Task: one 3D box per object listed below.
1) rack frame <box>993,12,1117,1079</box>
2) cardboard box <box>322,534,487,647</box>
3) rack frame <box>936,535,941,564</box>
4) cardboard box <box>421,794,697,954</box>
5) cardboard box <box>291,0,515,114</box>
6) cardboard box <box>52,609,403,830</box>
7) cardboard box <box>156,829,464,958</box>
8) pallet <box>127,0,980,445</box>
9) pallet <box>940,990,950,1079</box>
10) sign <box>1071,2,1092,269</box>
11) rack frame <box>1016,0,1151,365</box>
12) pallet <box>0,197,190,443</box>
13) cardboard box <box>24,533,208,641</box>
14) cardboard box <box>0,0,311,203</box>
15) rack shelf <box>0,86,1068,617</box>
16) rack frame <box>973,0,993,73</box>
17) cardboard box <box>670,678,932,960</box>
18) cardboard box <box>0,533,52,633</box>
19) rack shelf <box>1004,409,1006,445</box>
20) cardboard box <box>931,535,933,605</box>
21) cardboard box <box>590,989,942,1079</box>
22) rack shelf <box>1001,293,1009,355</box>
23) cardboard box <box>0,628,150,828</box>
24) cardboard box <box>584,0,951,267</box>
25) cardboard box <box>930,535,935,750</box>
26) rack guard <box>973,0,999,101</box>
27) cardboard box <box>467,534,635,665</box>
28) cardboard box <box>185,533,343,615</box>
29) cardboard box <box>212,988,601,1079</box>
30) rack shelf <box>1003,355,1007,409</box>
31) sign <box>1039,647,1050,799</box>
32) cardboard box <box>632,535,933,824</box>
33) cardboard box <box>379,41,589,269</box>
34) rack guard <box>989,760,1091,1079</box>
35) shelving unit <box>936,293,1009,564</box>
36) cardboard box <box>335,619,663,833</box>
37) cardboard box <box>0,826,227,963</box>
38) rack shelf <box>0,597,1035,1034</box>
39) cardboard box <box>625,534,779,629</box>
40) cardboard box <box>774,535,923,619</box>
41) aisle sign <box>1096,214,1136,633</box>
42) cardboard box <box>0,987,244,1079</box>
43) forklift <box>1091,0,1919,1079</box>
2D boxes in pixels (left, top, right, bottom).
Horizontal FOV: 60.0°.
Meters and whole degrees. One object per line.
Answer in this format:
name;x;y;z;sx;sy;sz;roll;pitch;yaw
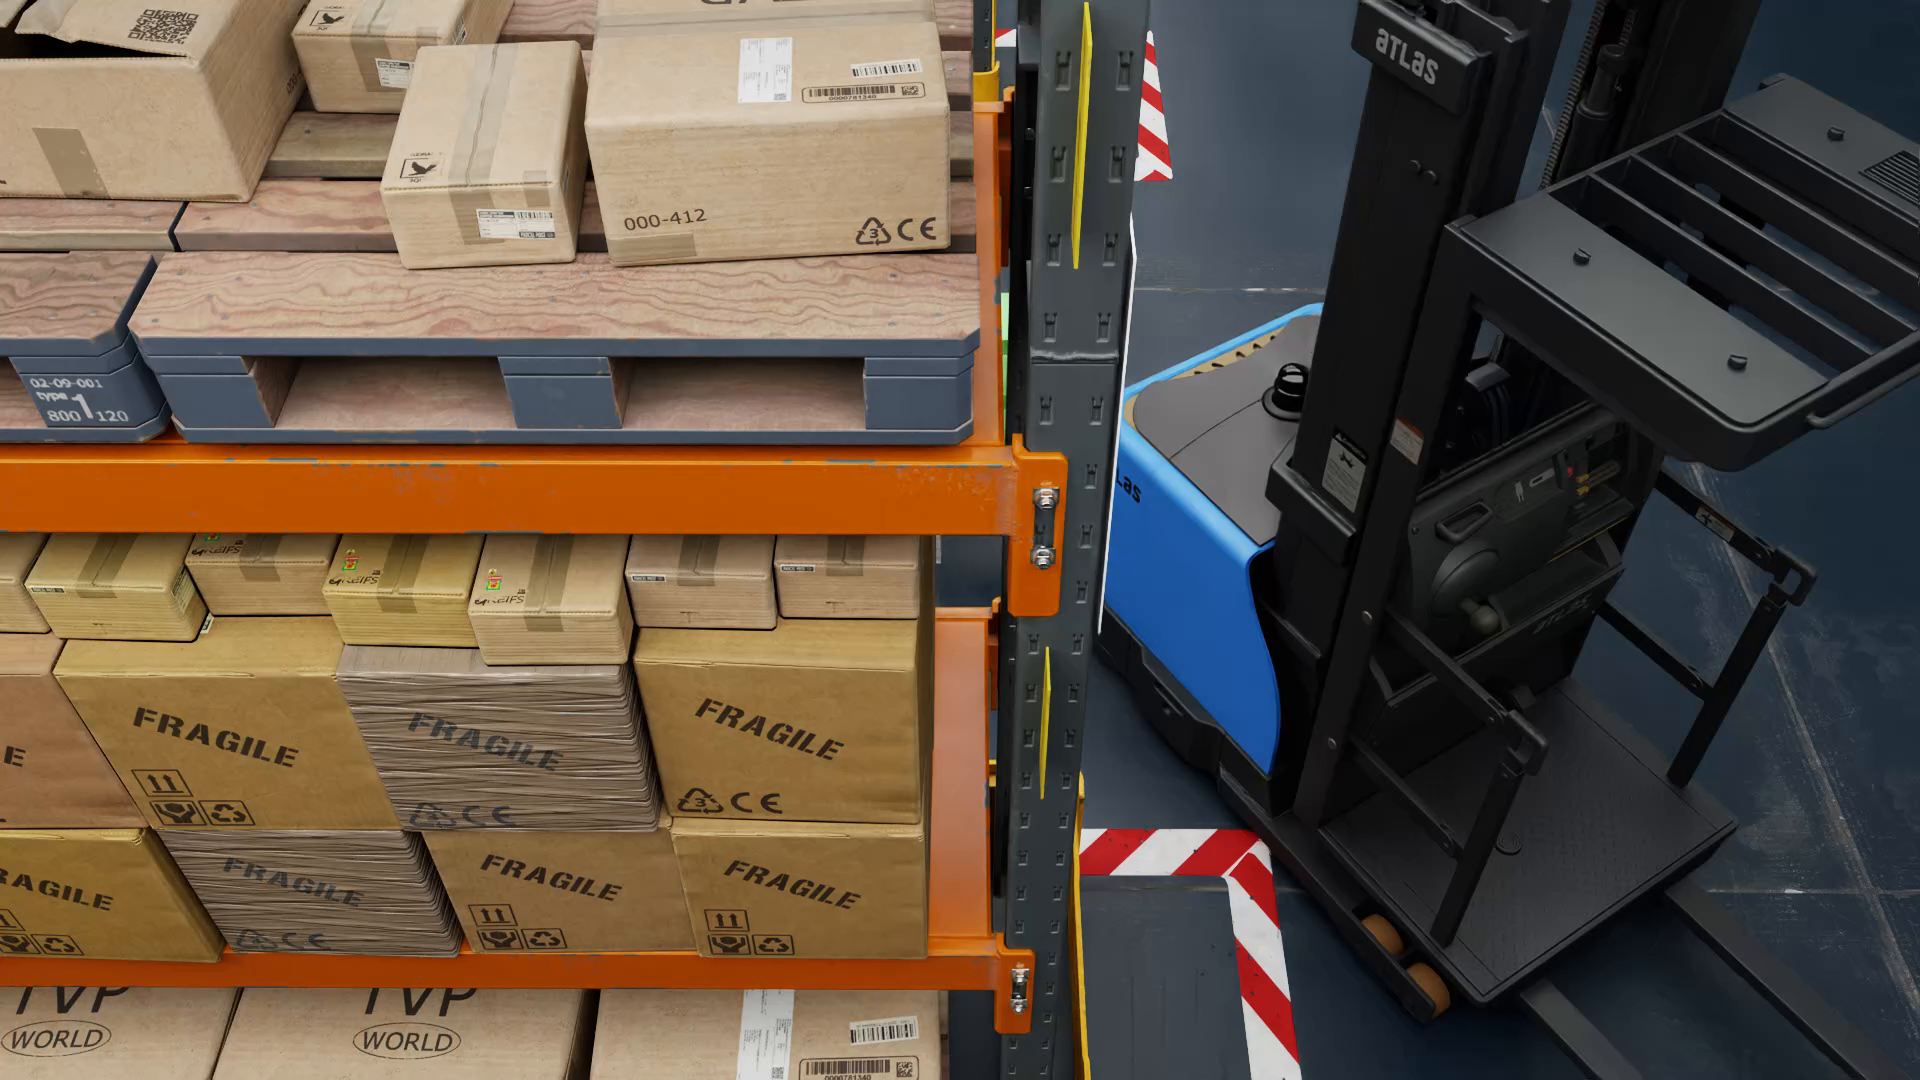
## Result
rack frame;0.166;0.404;3.825;0.127;3.000;1.000;0;47;0
cardboard box;-0.958;0.001;3.005;0.250;0.149;0.380;1;47;1
rack frame;-0.078;-0.409;5.811;0.015;1.200;0.240;0;47;0
cardboard box;-0.820;0.550;3.621;0.500;0.500;0.500;-1;47;-1
cardboard box;-0.922;-0.881;2.788;0.250;0.149;0.380;2;47;2
cardboard box;-1.335;0.219;3.246;0.500;0.500;0.500;0;47;0
cardboard box;-1.334;0.556;3.615;0.500;0.500;0.500;1;47;1
pallet;-0.576;-0.582;2.754;1.213;0.211;1.003;0;47;0
pallet;-0.634;1.409;4.794;1.213;0.211;1.003;0;47;0
sign;0.150;-0.495;2.062;0.005;0.325;0.100;0;47;0
rack frame;0.166;-1.640;1.629;0.127;3.000;1.000;0;47;0
pallet;-1.799;-0.583;2.755;1.213;0.211;1.003;0;47;0
cardboard box;-1.470;-0.009;3.015;0.250;0.149;0.380;1;47;1
cardboard box;-1.331;-0.805;2.607;0.500;0.311;0.500;1;47;1
rack shelf;-1.834;-0.378;2.995;4.000;0.370;1.077;0;47;0
rack frame;0.083;-3.220;7.198;0.127;3.000;1.000;0;47;0
cardboard box;-0.318;0.562;3.609;0.500;0.500;0.500;0;47;0
cardboard box;-1.733;-0.024;3.028;0.250;0.149;0.380;2;47;1
rack shelf;0.166;-0.365;5.857;0.480;0.148;0.258;0;47;0
cardboard box;-0.313;-0.180;3.617;0.500;0.500;0.500;-1;47;-1
cardboard box;-0.495;1.205;4.542;0.875;0.438;0.875;-1;47;-1
rack shelf;0.166;-0.692;5.506;0.480;0.148;0.258;0;47;0
cardboard box;-1.837;0.216;3.248;0.500;0.500;0.500;0;47;0
cardboard box;-0.285;-0.679;2.531;0.500;0.250;0.500;-4;47;-3
cardboard box;-0.313;0.159;3.985;0.500;0.500;0.500;0;47;0
rack guard;0.007;-2.368;8.113;0.348;0.500;1.175;0;47;0
cardboard box;-0.706;0.032;2.977;0.250;0.149;0.380;0;47;0
cardboard box;-1.219;-0.052;3.054;0.250;0.149;0.380;0;47;0
cardboard box;-1.410;1.209;4.539;0.875;0.438;0.875;1;47;1
rack shelf;0.166;-0.528;5.681;0.480;0.148;0.258;0;47;0
sign;0.150;0.326;2.944;0.005;0.325;0.100;0;47;0
cardboard box;-0.317;0.202;3.261;0.500;0.500;0.500;2;47;1
cardboard box;-0.704;-0.587;2.515;0.250;0.149;0.380;-3;47;-3
rack guard;0.190;1.256;4.740;0.348;0.500;1.175;0;47;0
shelving unit;0.166;-0.408;5.810;0.503;1.200;0.258;0;47;0
cardboard box;-0.840;0.222;3.242;0.500;0.500;0.500;0;47;0
cardboard box;-1.850;0.564;3.608;0.500;0.500;0.500;1;47;1
rack shelf;-1.834;0.644;4.093;4.000;0.370;1.077;0;47;0
cardboard box;-0.448;-0.029;3.033;0.250;0.149;0.380;1;47;1
cardboard box;-0.194;-0.046;3.049;0.250;0.149;0.380;1;47;1
aisle sign;0.236;-0.255;2.662;0.004;0.787;0.394;0;47;0
cardboard box;-2.312;1.205;4.542;0.875;0.438;0.875;-1;47;-1
forklift;1.628;0.015;4.234;1.130;2.935;3.031;-26;52;-22
